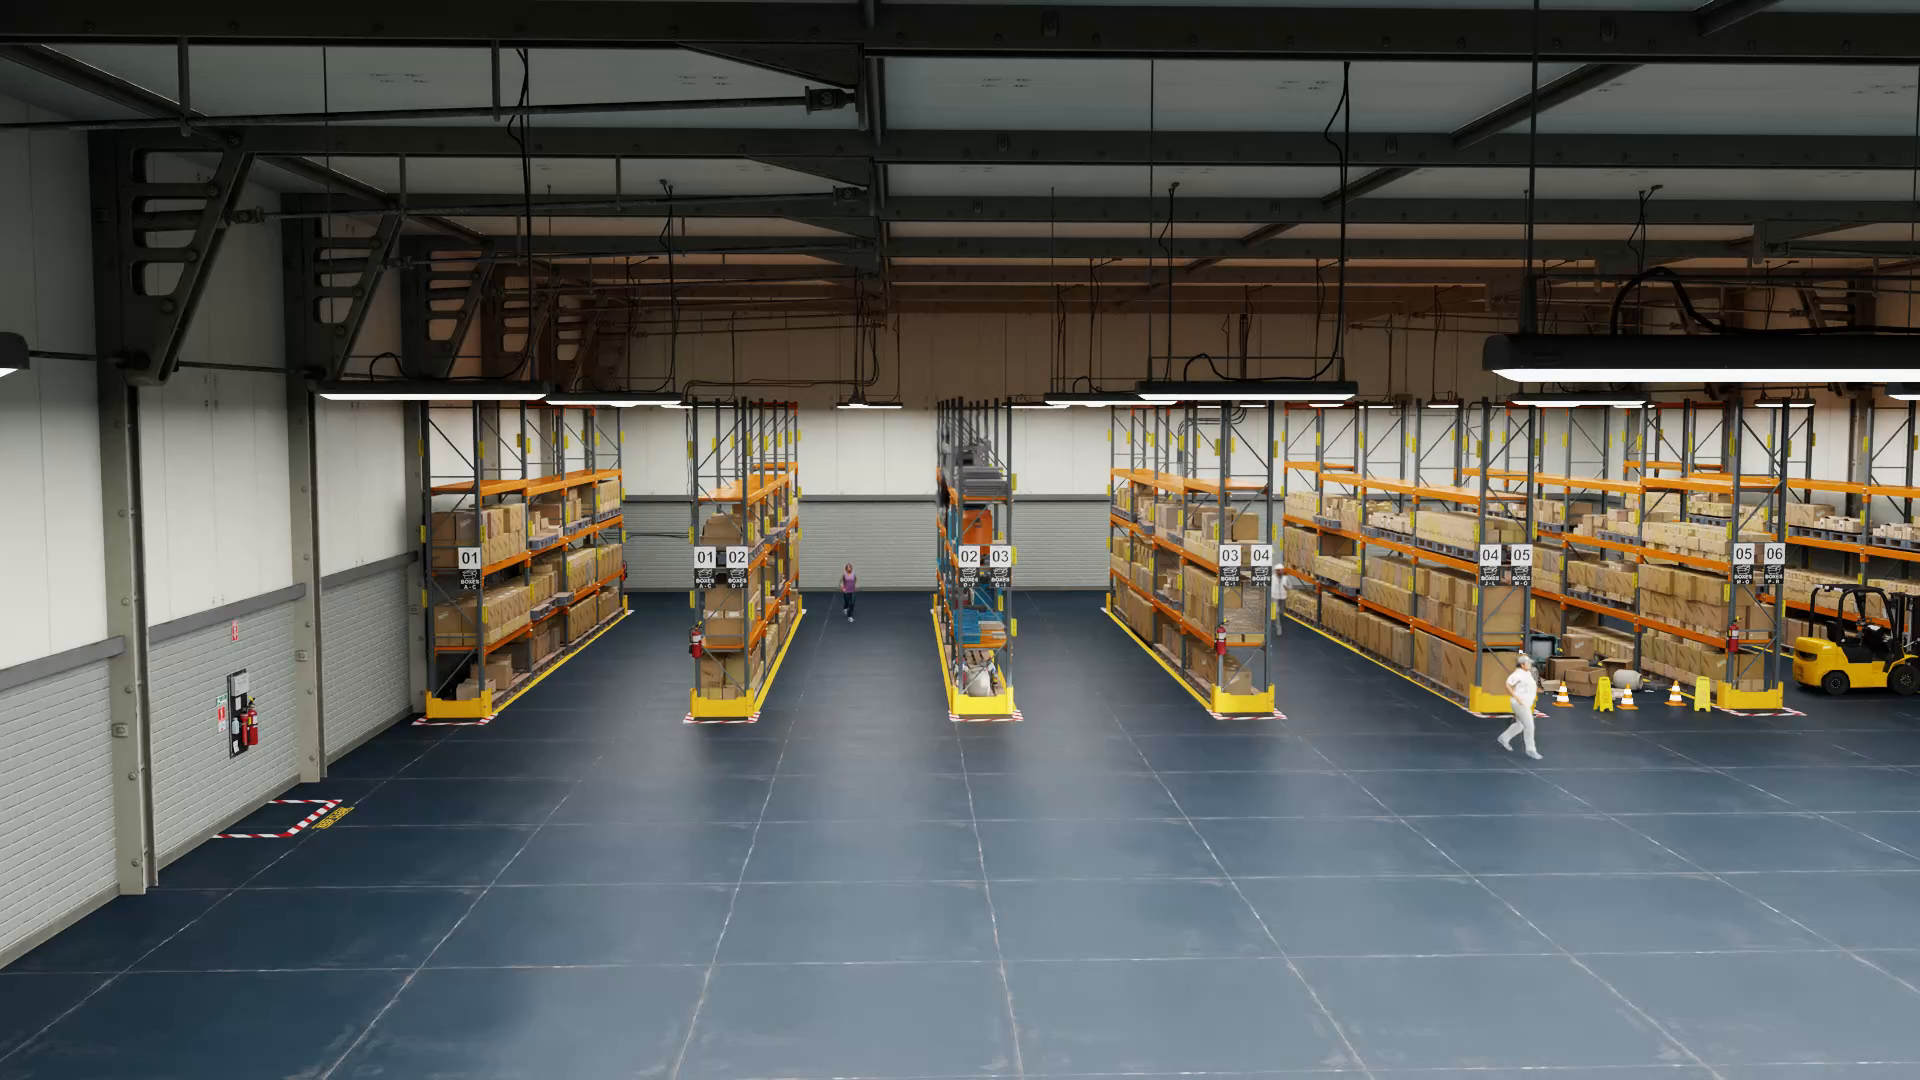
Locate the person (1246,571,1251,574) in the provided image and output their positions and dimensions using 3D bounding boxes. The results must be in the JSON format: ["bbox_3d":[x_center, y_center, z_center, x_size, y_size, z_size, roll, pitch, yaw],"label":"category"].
[{"bbox_3d":[8.555,1.114,48.543,0.706,1.795,0.740,-3,5,-30],"label":"person"}]

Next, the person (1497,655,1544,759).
[{"bbox_3d":[9.334,2.757,27.668,0.813,1.689,0.602,3,5,35],"label":"person"}]

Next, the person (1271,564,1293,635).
[{"bbox_3d":[8.223,1.498,42.862,0.645,1.779,0.953,0,4,-1],"label":"person"}]

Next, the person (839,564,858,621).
[{"bbox_3d":[-3.051,1.441,45.638,0.549,1.553,0.593,-1,5,-15],"label":"person"}]
